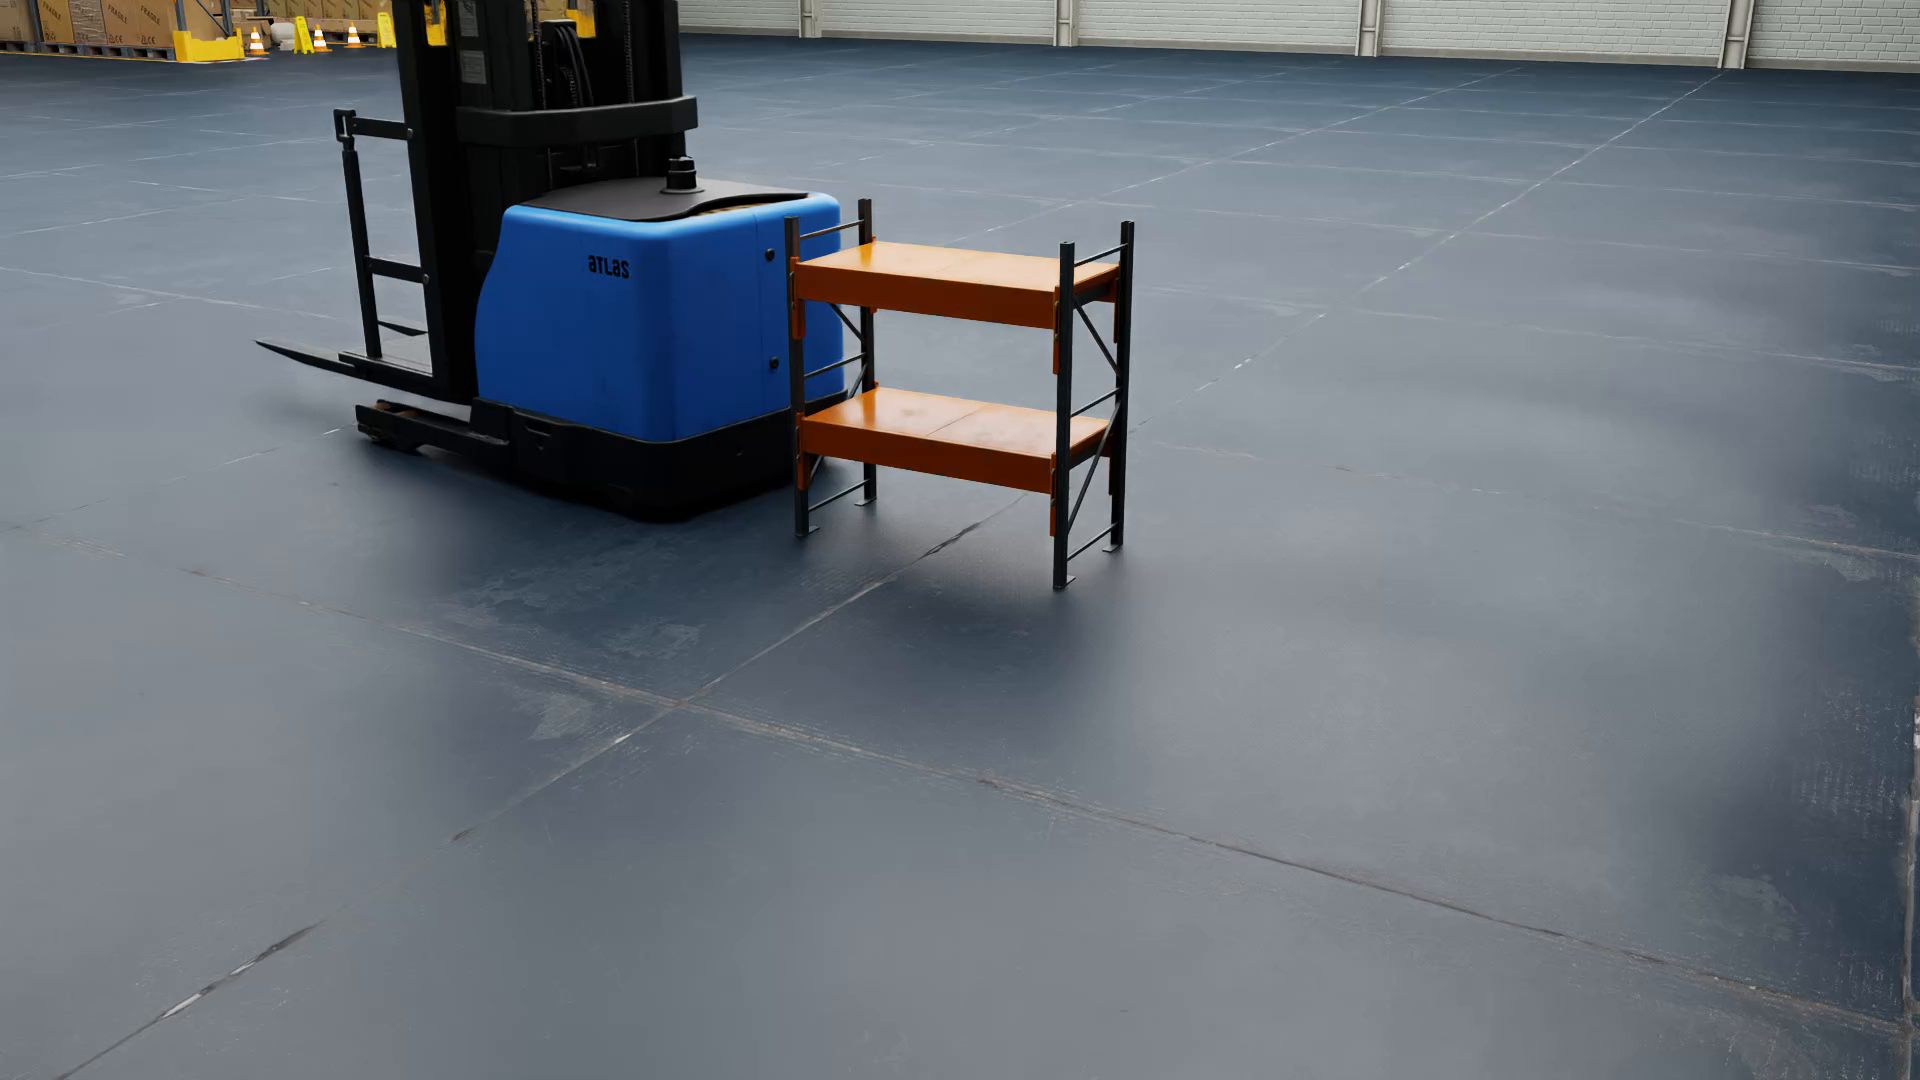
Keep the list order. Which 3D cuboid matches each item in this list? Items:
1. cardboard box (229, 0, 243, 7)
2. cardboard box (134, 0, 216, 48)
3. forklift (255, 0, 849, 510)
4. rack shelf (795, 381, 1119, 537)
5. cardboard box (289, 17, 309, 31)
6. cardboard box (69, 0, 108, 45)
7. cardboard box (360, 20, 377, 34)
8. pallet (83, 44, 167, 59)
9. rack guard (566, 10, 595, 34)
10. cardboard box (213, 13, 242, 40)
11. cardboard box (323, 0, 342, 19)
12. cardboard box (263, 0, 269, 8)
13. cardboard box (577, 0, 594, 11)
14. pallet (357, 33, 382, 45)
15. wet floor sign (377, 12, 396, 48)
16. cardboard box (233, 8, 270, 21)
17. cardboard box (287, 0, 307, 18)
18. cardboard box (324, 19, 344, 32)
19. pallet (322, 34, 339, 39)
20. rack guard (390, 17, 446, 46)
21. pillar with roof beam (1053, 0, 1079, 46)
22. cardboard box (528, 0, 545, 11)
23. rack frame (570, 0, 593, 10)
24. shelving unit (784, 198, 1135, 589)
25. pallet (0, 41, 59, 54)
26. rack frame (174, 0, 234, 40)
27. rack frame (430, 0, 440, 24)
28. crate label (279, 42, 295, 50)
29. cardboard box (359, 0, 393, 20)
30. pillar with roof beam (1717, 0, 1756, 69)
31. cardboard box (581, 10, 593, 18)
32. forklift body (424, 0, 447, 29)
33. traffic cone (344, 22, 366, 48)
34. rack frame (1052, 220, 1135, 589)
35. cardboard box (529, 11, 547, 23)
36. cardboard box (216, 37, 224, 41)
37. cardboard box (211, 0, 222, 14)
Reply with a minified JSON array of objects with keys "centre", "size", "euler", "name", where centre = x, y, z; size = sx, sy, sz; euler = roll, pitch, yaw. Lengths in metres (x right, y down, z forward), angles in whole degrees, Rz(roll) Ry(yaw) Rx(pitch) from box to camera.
[{"centre":[-17.932,-13.481,41.682],"size":[0.500,0.500,0.500],"euler":[10,22,27],"name":"cardboard box"},{"centre":[-13.606,-9.020,28.831],"size":[0.875,0.875,0.875],"euler":[11,23,28],"name":"cardboard box"},{"centre":[-1.914,-1.875,6.735],"size":[3.031,2.935,1.130],"euler":[15,25,36],"name":"forklift"},{"centre":[-0.006,-0.300,5.760],"size":[1.000,0.278,0.538],"euler":[11,23,27],"name":"rack shelf"},{"centre":[-13.293,-10.524,33.896],"size":[0.500,0.250,0.500],"euler":[12,23,30],"name":"cardboard box"},{"centre":[-15.170,-9.317,29.652],"size":[0.875,0.875,0.875],"euler":[11,23,28],"name":"cardboard box"},{"centre":[-11.513,-10.181,32.951],"size":[0.500,0.250,0.500],"euler":[11,23,27],"name":"cardboard box"},{"centre":[-14.779,-8.730,29.622],"size":[1.213,0.211,1.003],"euler":[11,23,27],"name":"pallet"},{"centre":[-8.217,-11.518,36.883],"size":[0.348,0.500,1.175],"euler":[11,23,27],"name":"rack guard"},{"centre":[-14.244,-9.800,31.945],"size":[0.503,0.637,0.797],"euler":[11,23,27],"name":"cardboard box"},{"centre":[-12.377,-10.703,33.289],"size":[0.500,0.500,0.500],"euler":[10,22,26],"name":"cardboard box"},{"centre":[-17.049,-13.309,41.206],"size":[0.500,0.500,0.500],"euler":[10,22,25],"name":"cardboard box"},{"centre":[-8.547,-11.976,37.166],"size":[0.500,0.250,0.500],"euler":[11,23,28],"name":"cardboard box"},{"centre":[-11.414,-10.066,33.304],"size":[1.213,0.211,1.003],"euler":[11,23,27],"name":"pallet"},{"centre":[-11.012,-9.761,31.829],"size":[0.267,0.644,0.232],"euler":[-16,26,-38],"name":"wet floor sign"},{"centre":[-14.607,-10.932,34.841],"size":[0.625,0.372,0.950],"euler":[11,23,28],"name":"cardboard box"},{"centre":[-13.291,-10.877,33.768],"size":[0.500,0.500,0.500],"euler":[12,23,29],"name":"cardboard box"},{"centre":[-12.400,-10.351,33.419],"size":[0.500,0.250,0.500],"euler":[10,22,25],"name":"cardboard box"},{"centre":[-13.544,-10.471,34.423],"size":[1.213,0.211,1.003],"euler":[11,23,27],"name":"pallet"},{"centre":[-10.722,-10.056,32.854],"size":[0.348,0.500,1.175],"euler":[11,23,27],"name":"rack guard"},{"centre":[-0.030,-12.624,27.469],"size":[0.400,9.000,9.100],"euler":[11,23,27],"name":"pillar with roof beam"},{"centre":[-9.248,-11.911,36.985],"size":[0.500,0.250,0.500],"euler":[11,22,27],"name":"cardboard box"},{"centre":[-8.238,-12.697,36.468],"size":[0.127,3.000,1.000],"euler":[11,23,27],"name":"rack frame"},{"centre":[-0.006,-0.530,5.676],"size":[1.048,1.125,0.538],"euler":[11,23,27],"name":"shelving unit"},{"centre":[-17.184,-9.188,30.885],"size":[1.213,0.211,1.003],"euler":[11,23,27],"name":"pallet"},{"centre":[-12.981,-9.728,28.284],"size":[0.127,3.000,1.000],"euler":[11,23,27],"name":"rack frame"},{"centre":[-10.656,-11.218,32.393],"size":[0.127,3.000,1.000],"euler":[11,23,27],"name":"rack frame"},{"centre":[-12.621,-9.285,31.262],"size":[0.298,0.136,0.250],"euler":[0,20,-1],"name":"crate label"},{"centre":[-11.482,-10.531,32.815],"size":[0.500,0.500,0.500],"euler":[11,23,28],"name":"cardboard box"},{"centre":[10.446,-10.628,21.968],"size":[0.400,9.000,9.100],"euler":[11,23,27],"name":"pillar with roof beam"},{"centre":[-8.572,-11.741,37.251],"size":[0.500,0.250,0.500],"euler":[11,23,28],"name":"cardboard box"},{"centre":[-10.783,-12.070,35.985],"size":[1.214,2.155,2.313],"euler":[11,23,27],"name":"forklift body"},{"centre":[-11.660,-9.713,31.964],"size":[0.334,0.463,0.336],"euler":[11,23,27],"name":"traffic cone"},{"centre":[0.438,-0.445,5.443],"size":[0.032,1.125,0.500],"euler":[11,23,27],"name":"rack frame"},{"centre":[-9.232,-11.671,37.057],"size":[0.500,0.250,0.500],"euler":[11,23,27],"name":"cardboard box"},{"centre":[-14.075,-9.370,31.307],"size":[0.258,0.266,0.396],"euler":[16,25,36],"name":"cardboard box"},{"centre":[-14.990,-10.529,33.049],"size":[0.500,0.500,0.500],"euler":[11,23,27],"name":"cardboard box"}]
